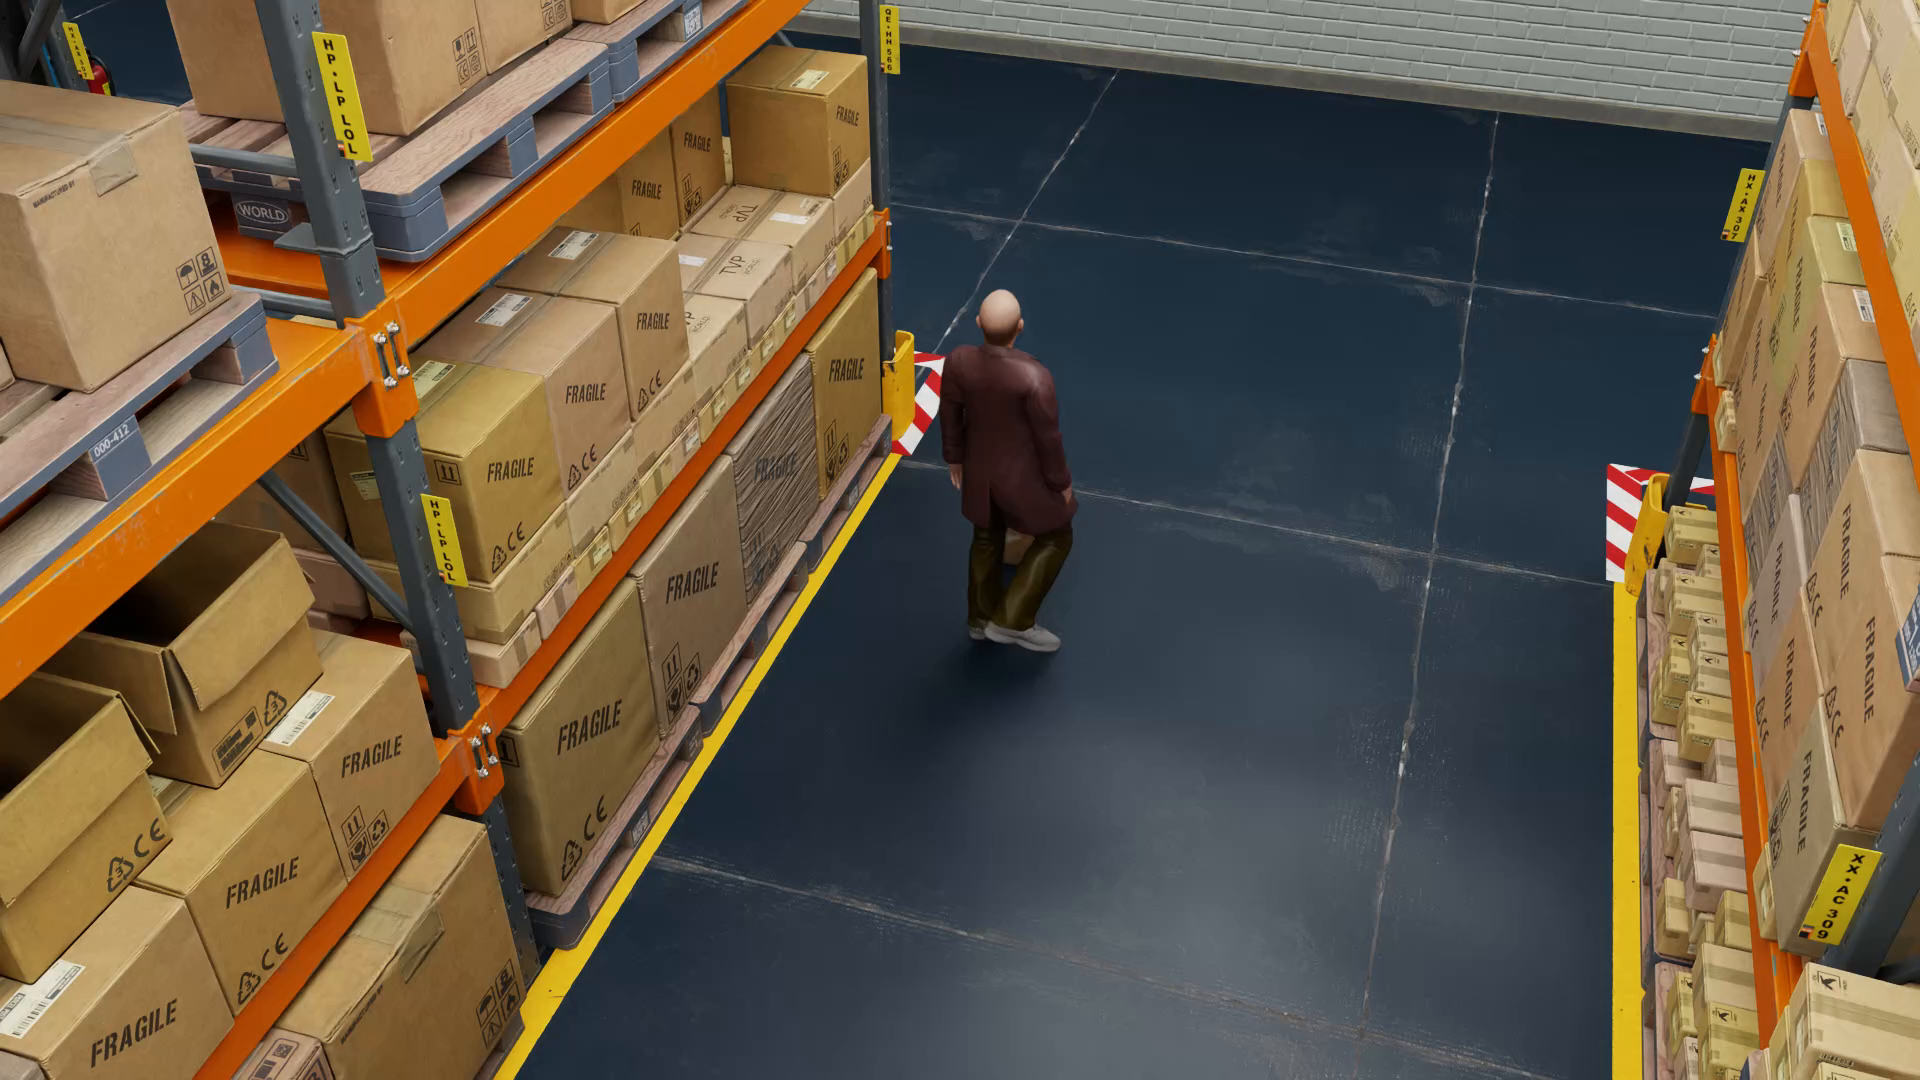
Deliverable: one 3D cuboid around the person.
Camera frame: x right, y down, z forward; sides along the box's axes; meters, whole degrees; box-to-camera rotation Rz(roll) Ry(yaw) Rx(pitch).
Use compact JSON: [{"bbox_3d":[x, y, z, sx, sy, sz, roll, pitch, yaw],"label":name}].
[{"bbox_3d":[0.200,-0.292,7.262,0.628,1.781,0.476,22,42,27],"label":"person"}]
